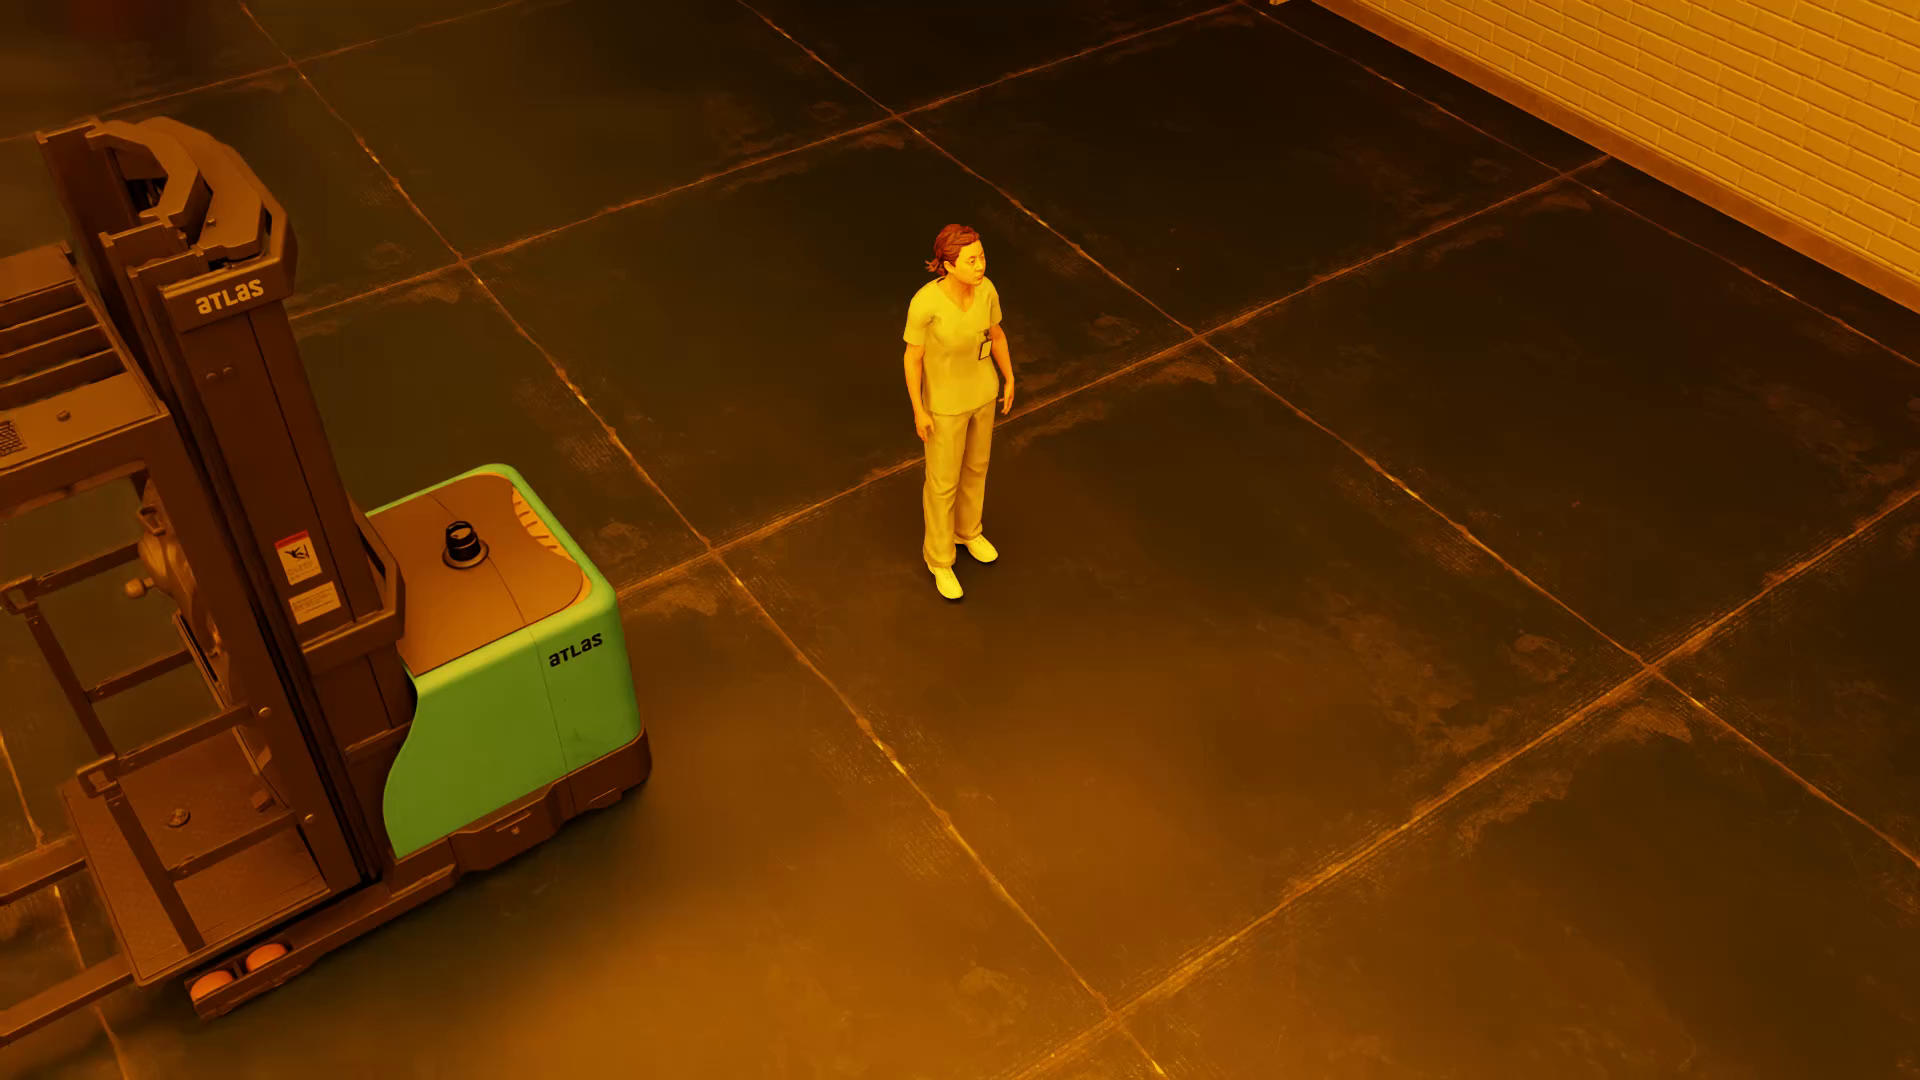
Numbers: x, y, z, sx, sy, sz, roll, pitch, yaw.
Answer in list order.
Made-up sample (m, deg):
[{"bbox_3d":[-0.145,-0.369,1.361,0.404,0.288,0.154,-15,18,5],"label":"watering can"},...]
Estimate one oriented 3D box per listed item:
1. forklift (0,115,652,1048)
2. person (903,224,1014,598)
[{"bbox_3d":[-2.744,0.231,5.465,3.031,2.935,1.130,-26,49,-26],"label":"forklift"},{"bbox_3d":[0.031,-0.575,7.255,0.549,1.673,0.548,-25,48,-25],"label":"person"}]
